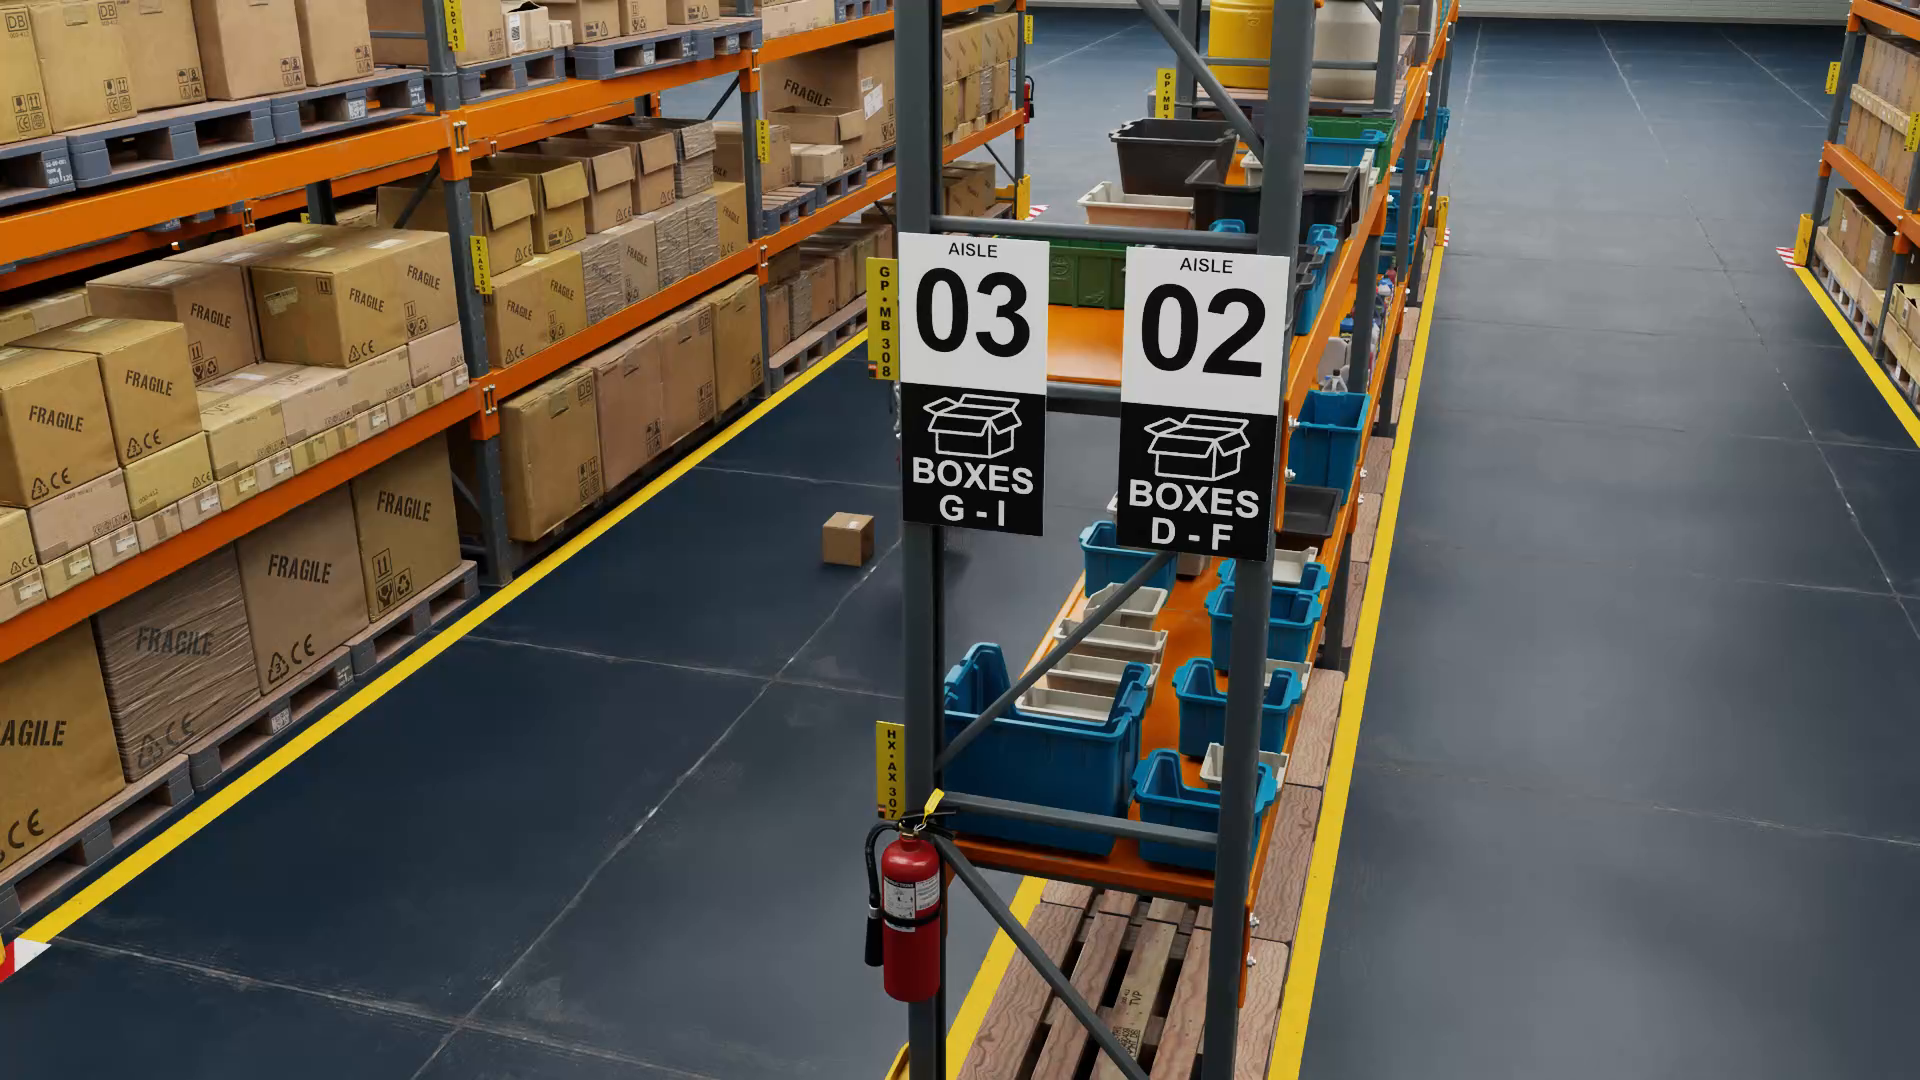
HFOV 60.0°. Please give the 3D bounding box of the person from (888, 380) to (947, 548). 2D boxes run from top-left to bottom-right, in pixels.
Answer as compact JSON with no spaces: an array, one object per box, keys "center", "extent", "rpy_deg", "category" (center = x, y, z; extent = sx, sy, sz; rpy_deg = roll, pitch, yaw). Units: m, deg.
[{"center":[-0.254,-0.641,10.123],"extent":[0.446,1.680,0.550],"rpy_deg":[11,24,25],"category":"person"}]
